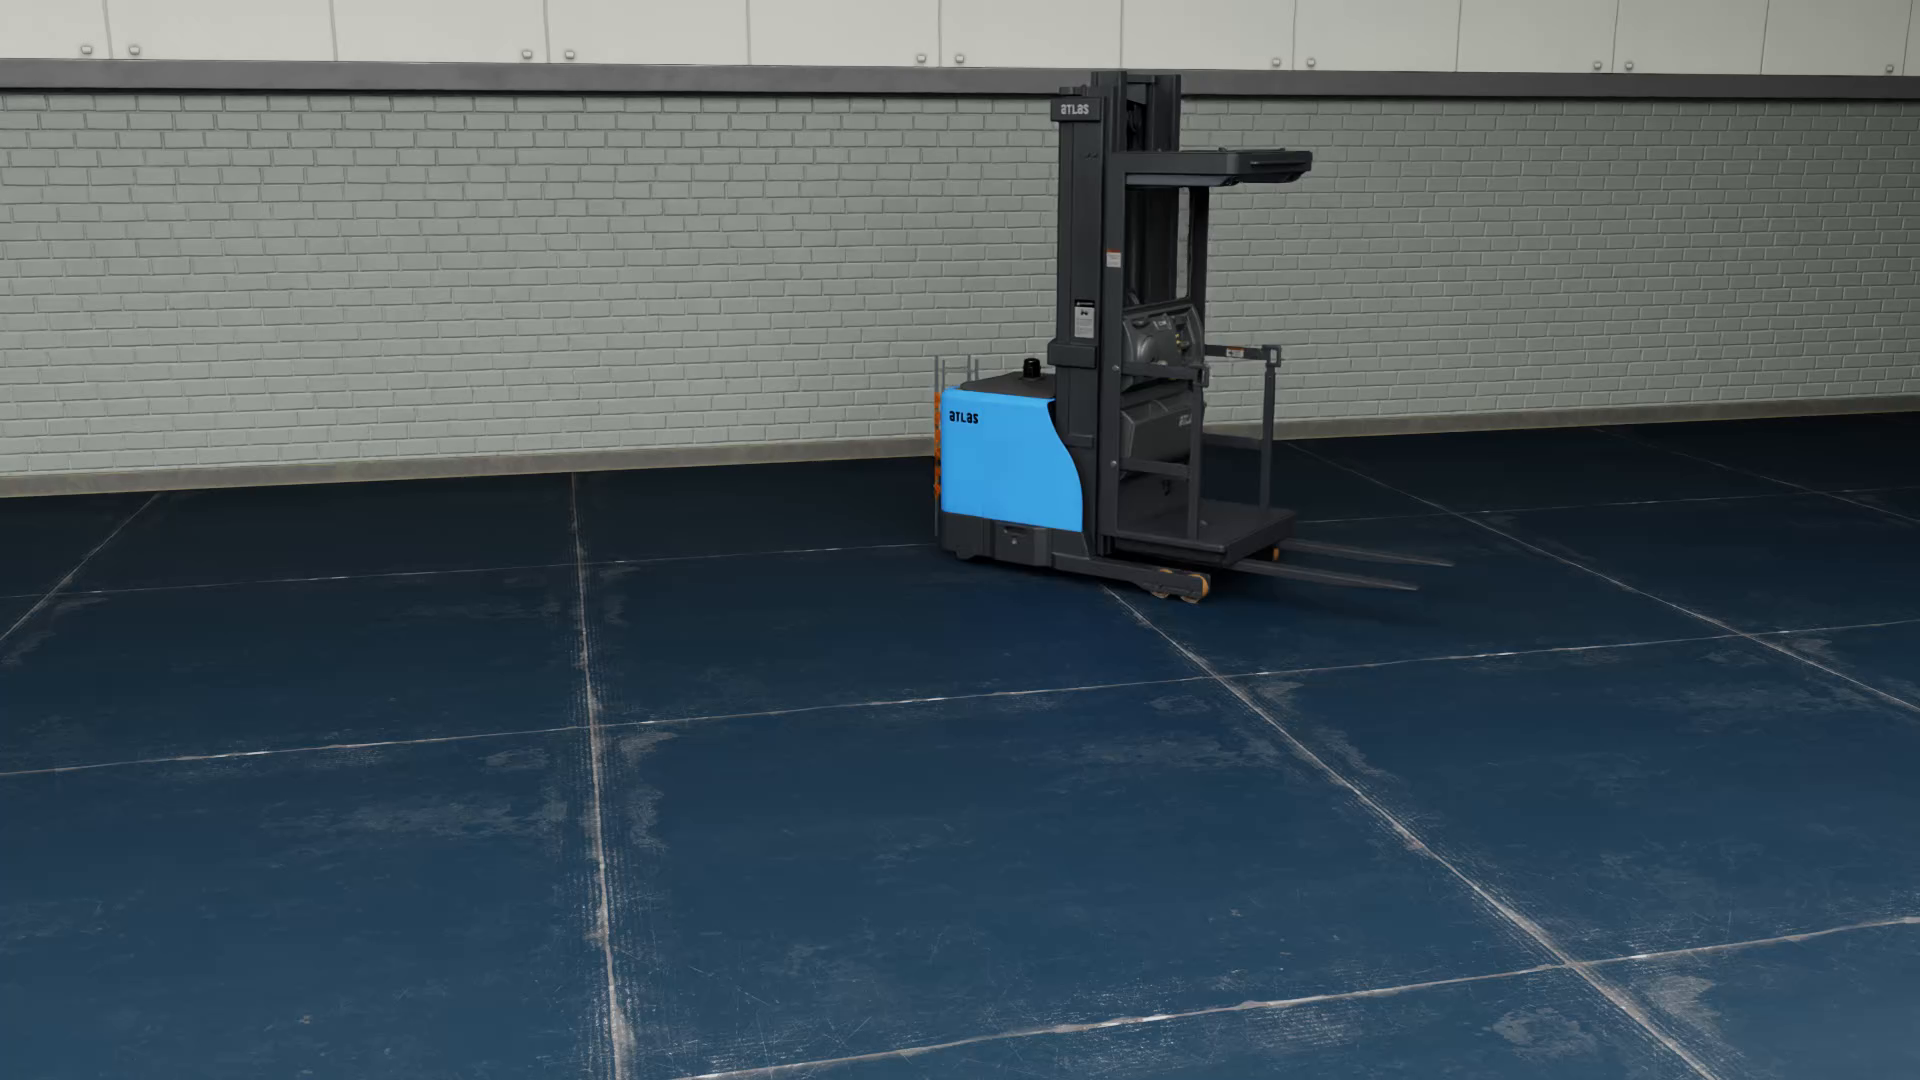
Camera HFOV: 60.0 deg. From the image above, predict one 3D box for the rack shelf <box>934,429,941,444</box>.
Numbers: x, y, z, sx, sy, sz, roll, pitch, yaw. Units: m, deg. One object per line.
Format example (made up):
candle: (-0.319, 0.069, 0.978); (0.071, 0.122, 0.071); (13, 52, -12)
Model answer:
rack shelf: (-0.025, -0.662, 10.789); (0.258, 0.103, 0.180); (-4, 14, -15)

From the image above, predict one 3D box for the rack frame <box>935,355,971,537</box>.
rack frame: (-0.049, -0.610, 10.893); (0.240, 1.200, 0.006); (-4, 14, -15)

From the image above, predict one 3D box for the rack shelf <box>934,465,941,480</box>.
rack shelf: (-0.025, -0.429, 10.847); (0.258, 0.103, 0.180); (-4, 14, -15)

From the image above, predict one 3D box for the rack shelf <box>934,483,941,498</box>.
rack shelf: (-0.026, -0.313, 10.875); (0.258, 0.103, 0.180); (-4, 14, -15)

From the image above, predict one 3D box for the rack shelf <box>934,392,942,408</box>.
rack shelf: (-0.024, -0.896, 10.732); (0.258, 0.103, 0.180); (-4, 14, -15)

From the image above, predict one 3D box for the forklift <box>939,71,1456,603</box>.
forklift: (1.374, -1.208, 9.697); (3.031, 2.935, 1.130); (9, 16, 33)

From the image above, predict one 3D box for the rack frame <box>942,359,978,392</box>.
rack frame: (-0.001, -0.568, 10.722); (0.240, 1.200, 0.006); (-4, 14, -15)

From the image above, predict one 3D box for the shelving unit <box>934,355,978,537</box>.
shelving unit: (-0.025, -0.589, 10.807); (0.258, 1.200, 0.189); (-4, 14, -15)

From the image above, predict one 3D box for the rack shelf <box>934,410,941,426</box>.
rack shelf: (-0.024, -0.779, 10.760); (0.258, 0.103, 0.180); (-4, 14, -15)

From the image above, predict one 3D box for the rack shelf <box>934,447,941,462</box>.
rack shelf: (-0.025, -0.546, 10.818); (0.258, 0.103, 0.180); (-4, 14, -15)
